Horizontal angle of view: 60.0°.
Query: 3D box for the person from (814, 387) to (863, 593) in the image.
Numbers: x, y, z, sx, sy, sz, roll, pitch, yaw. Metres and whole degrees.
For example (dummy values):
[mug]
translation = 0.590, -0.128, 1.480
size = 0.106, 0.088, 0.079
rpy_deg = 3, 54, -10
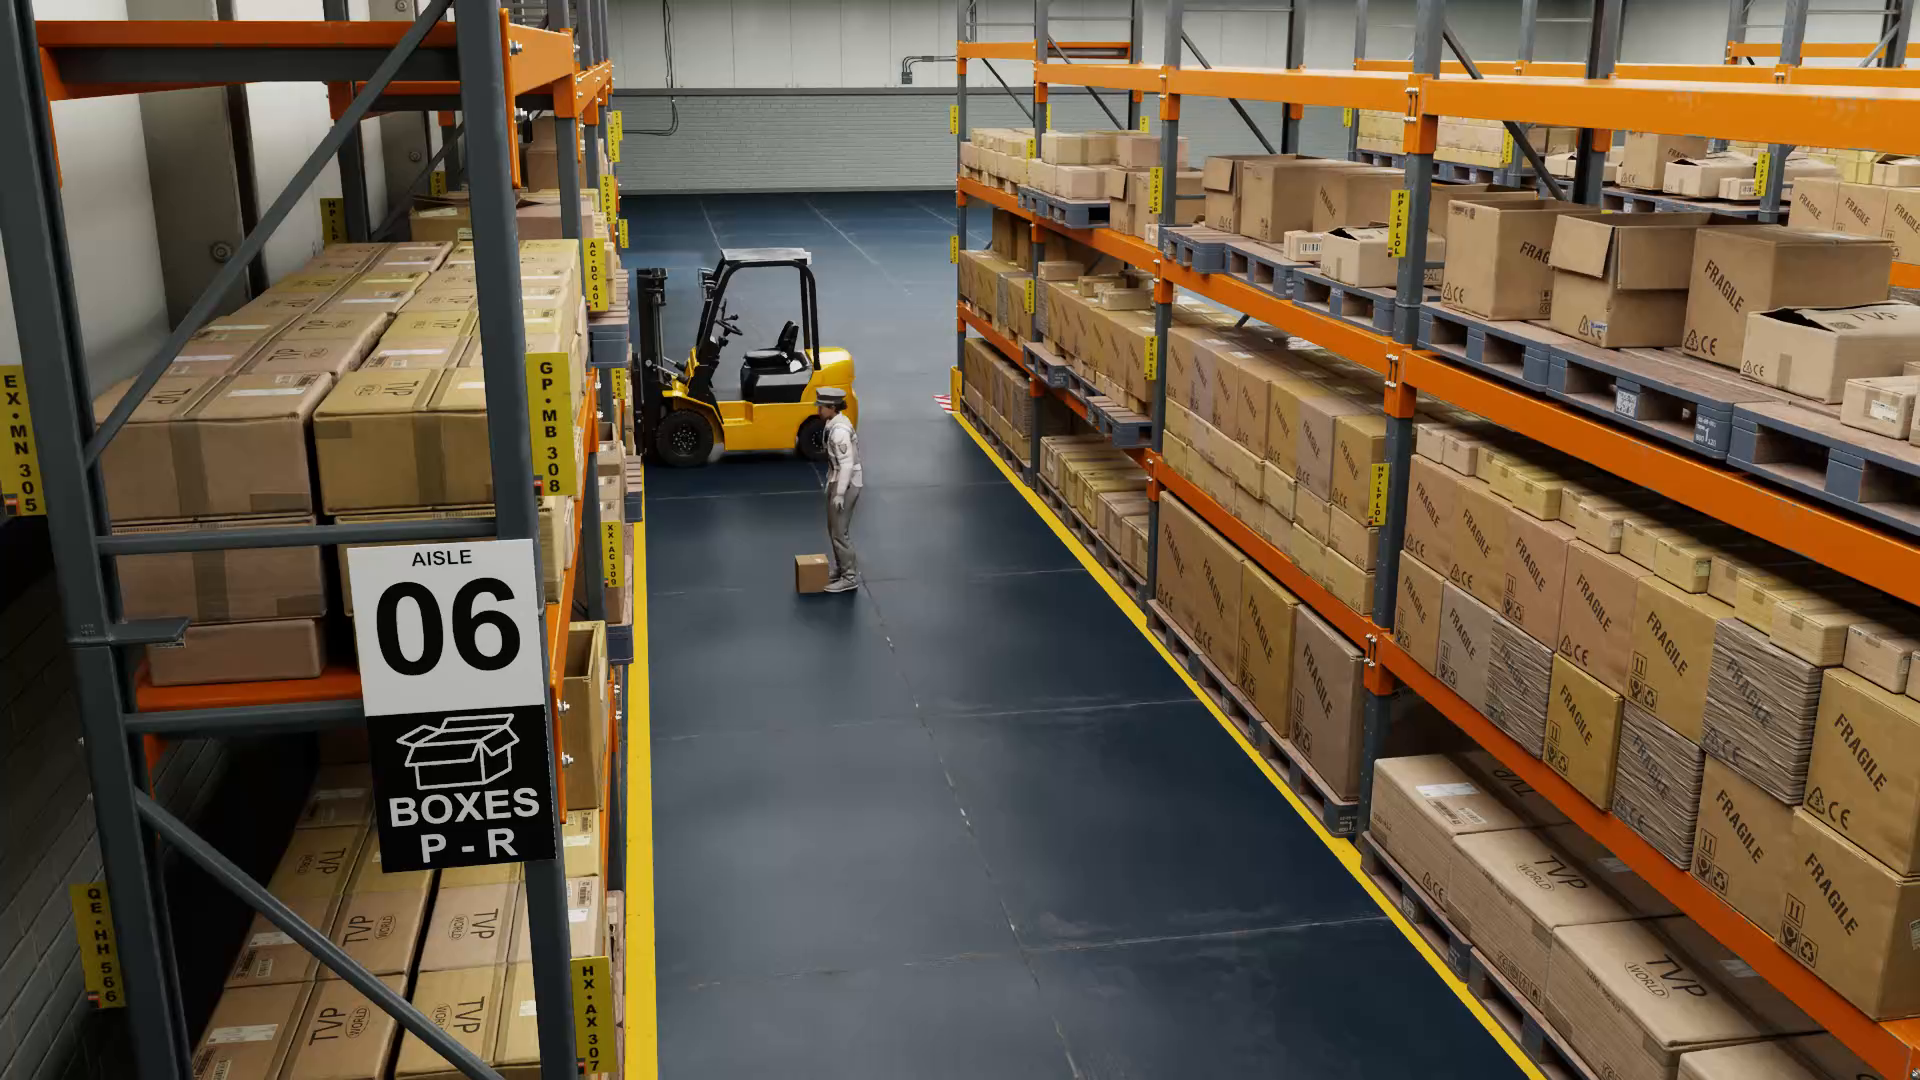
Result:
[person]
translation = -0.978, -0.416, 13.438
size = 0.378, 1.663, 0.532
rpy_deg = -3, 17, -11
